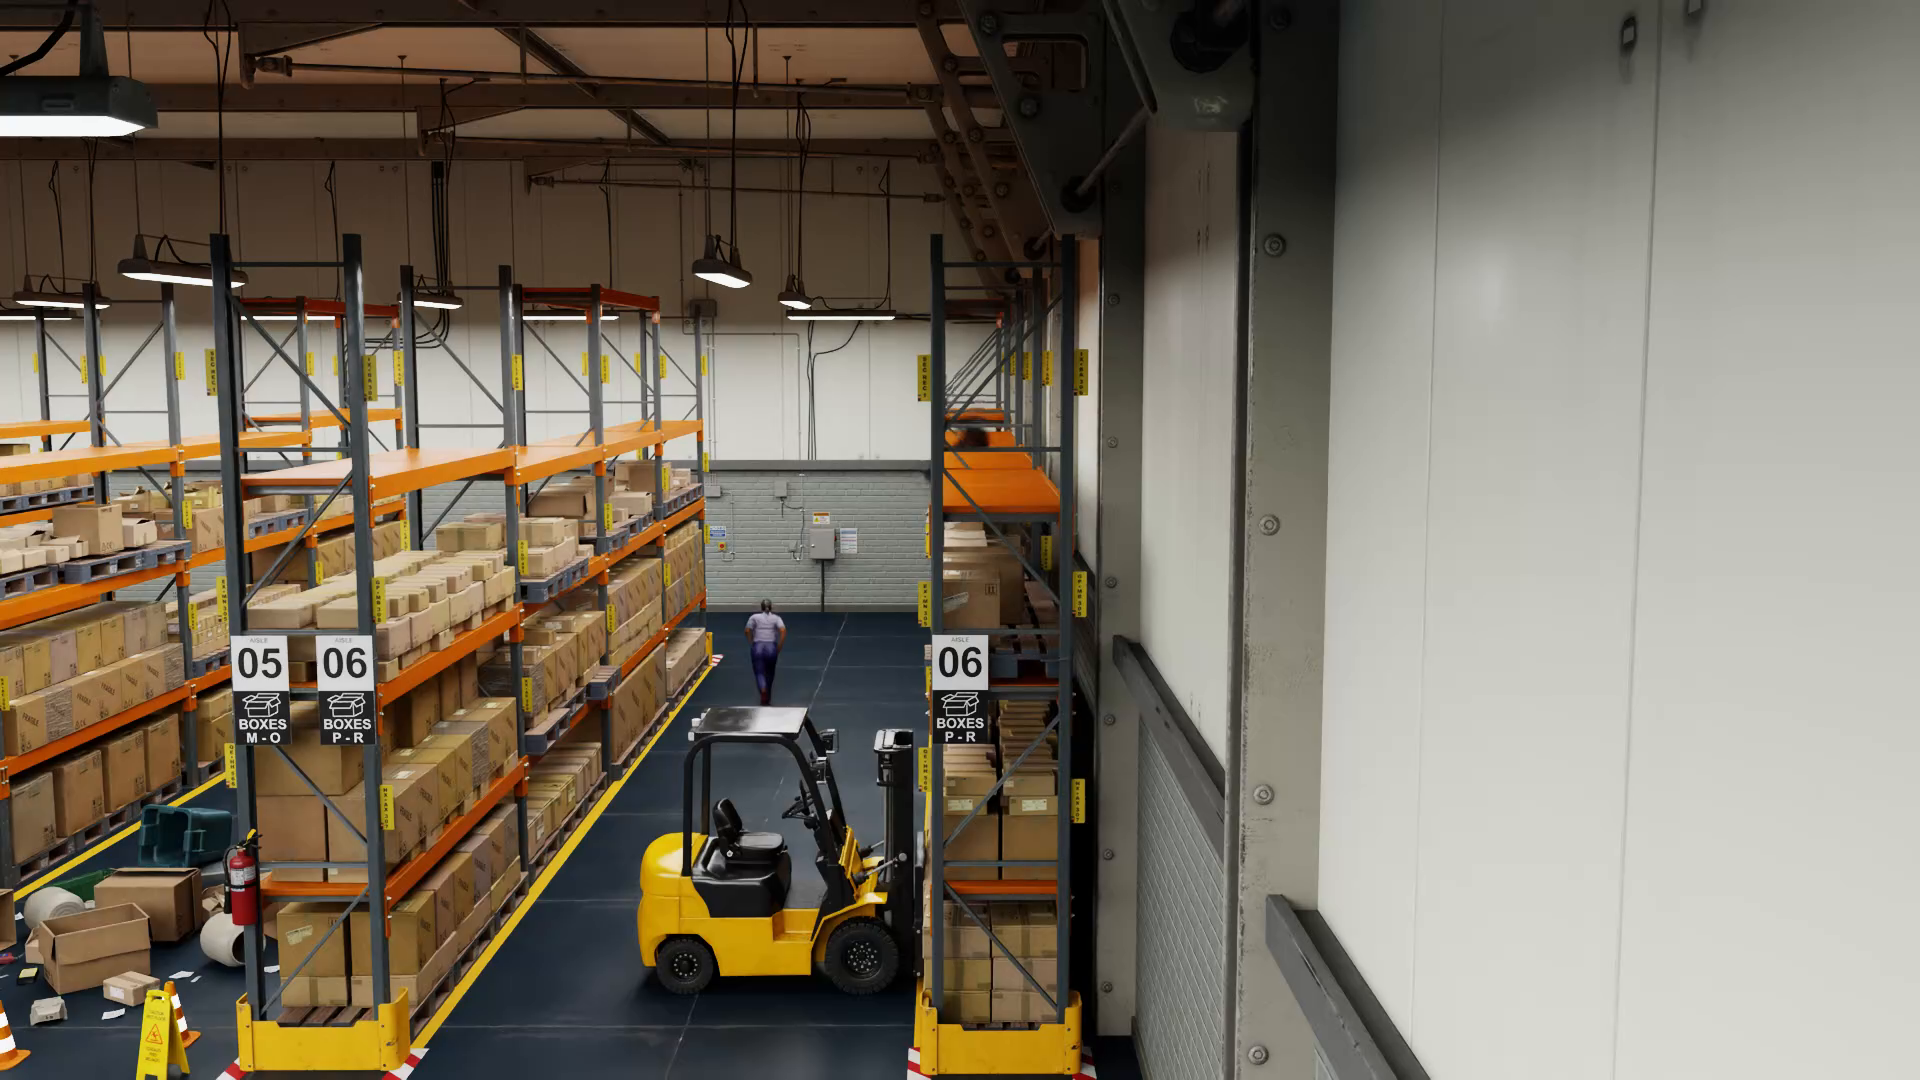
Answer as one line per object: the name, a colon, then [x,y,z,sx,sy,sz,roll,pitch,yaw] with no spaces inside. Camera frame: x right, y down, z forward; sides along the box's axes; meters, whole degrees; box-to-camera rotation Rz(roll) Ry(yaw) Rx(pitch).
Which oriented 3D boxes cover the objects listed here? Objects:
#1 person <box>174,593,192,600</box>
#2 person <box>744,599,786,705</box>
person: [-11.435,1.620,24.600,0.558,1.759,0.771,0,6,-1]
person: [-2.845,1.699,24.325,0.606,1.650,0.970,-1,6,-9]
